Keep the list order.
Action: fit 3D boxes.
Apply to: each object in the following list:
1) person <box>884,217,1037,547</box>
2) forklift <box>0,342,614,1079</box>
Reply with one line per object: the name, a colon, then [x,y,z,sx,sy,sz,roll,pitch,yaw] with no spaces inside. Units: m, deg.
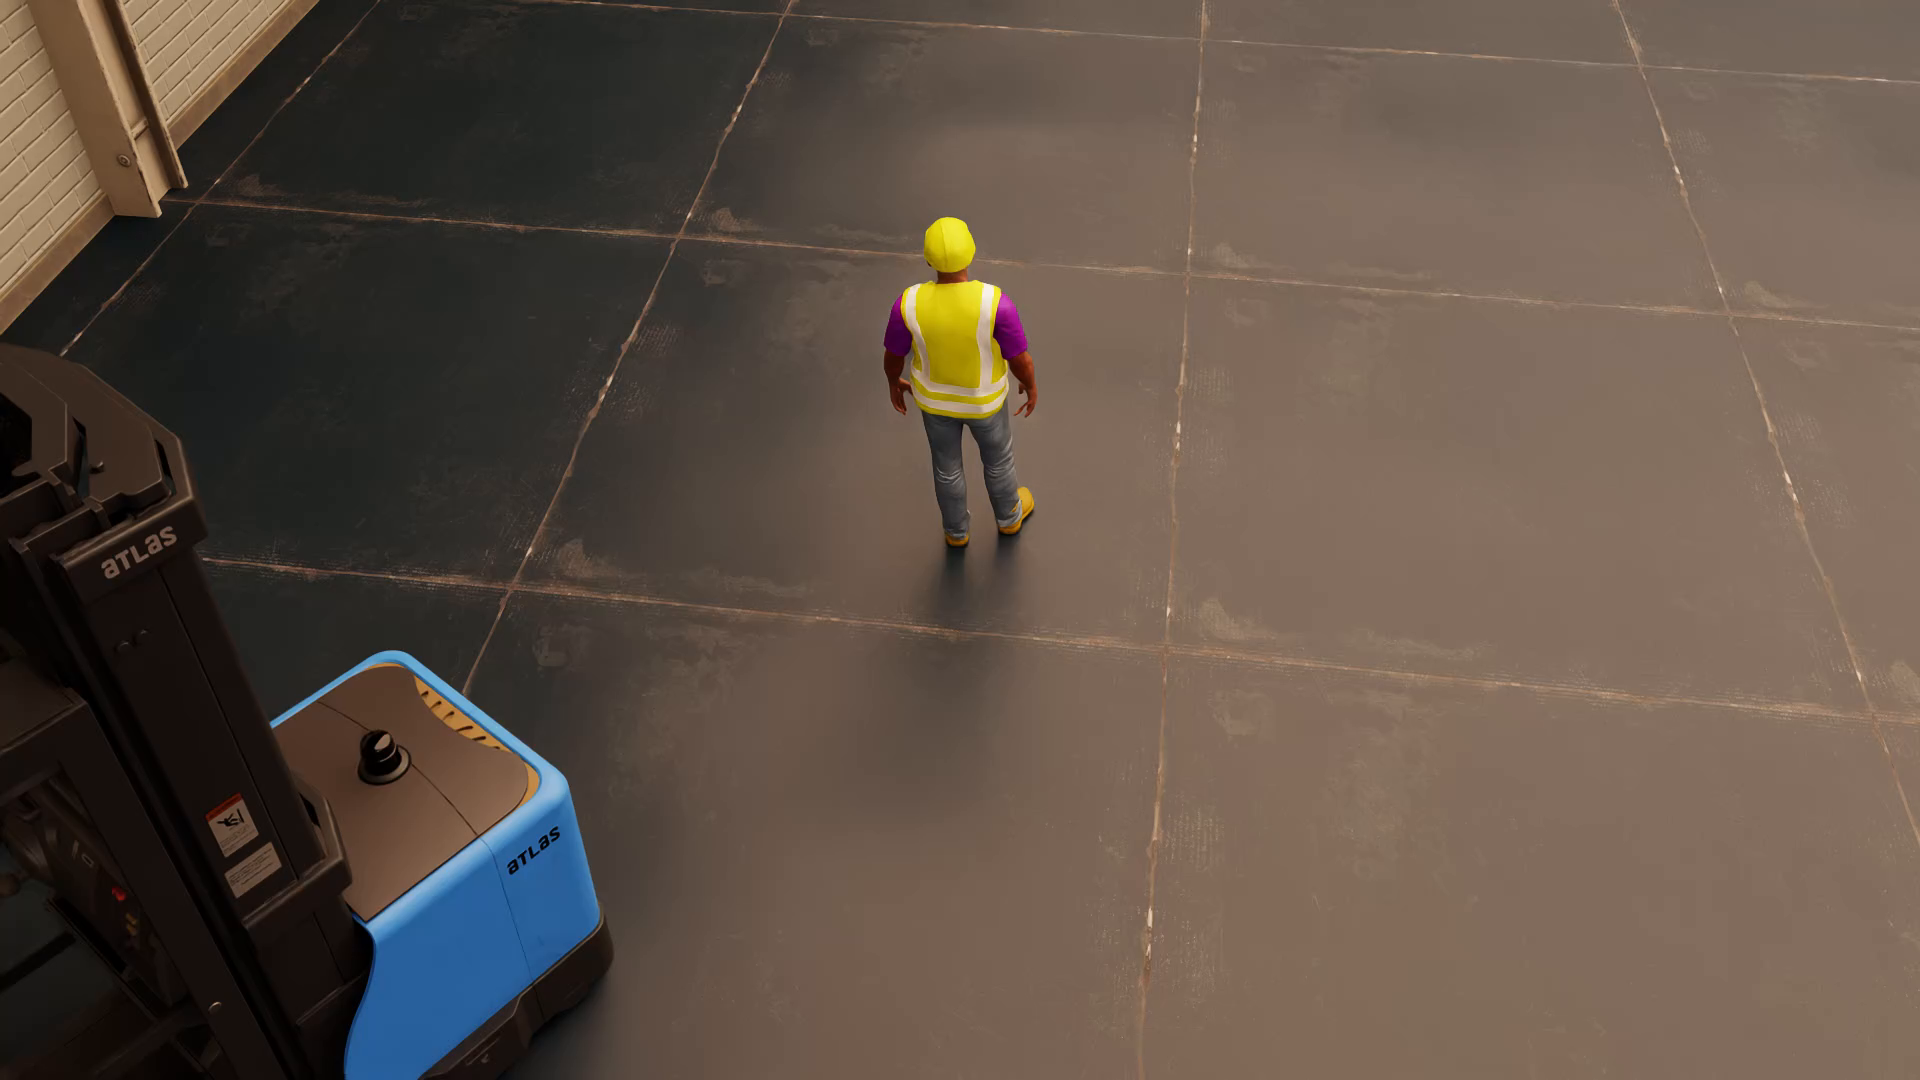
person: [0.015,-0.702,7.338,0.666,1.765,0.577,5,43,6]
forklift: [-2.611,1.049,4.583,1.130,2.935,3.031,30,50,28]
